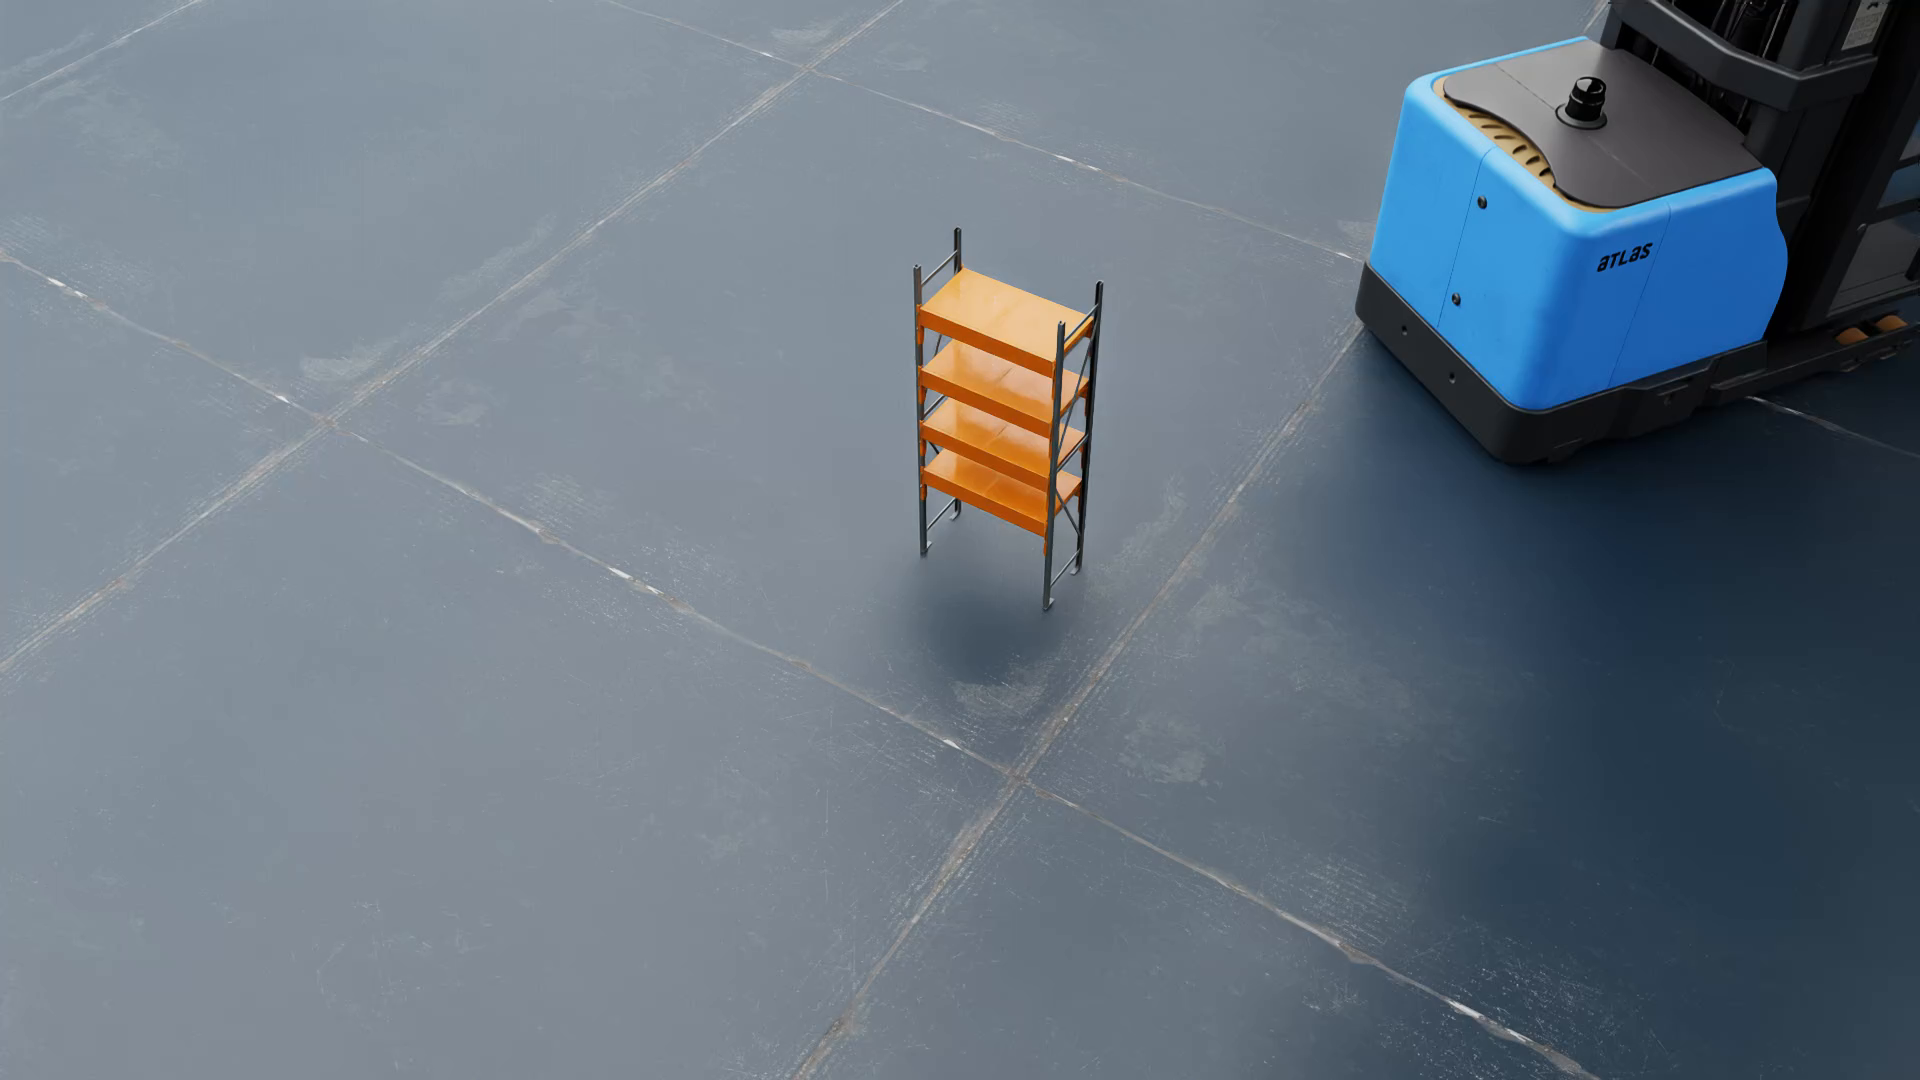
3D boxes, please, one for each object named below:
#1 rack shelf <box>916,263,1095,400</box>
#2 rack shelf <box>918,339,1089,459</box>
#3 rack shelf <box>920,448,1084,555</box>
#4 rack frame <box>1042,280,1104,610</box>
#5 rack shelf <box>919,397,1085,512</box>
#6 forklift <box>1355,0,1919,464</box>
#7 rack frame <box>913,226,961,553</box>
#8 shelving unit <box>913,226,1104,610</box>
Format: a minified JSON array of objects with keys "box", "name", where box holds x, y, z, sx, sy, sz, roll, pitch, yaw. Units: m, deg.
[{"box":[0.139,-0.628,4.976,0.480,0.148,0.258,25,51,22],"name":"rack shelf"},{"box":[0.139,-0.463,5.145,0.480,0.148,0.258,25,51,22],"name":"rack shelf"},{"box":[0.139,-0.169,5.448,0.480,0.148,0.258,25,51,22],"name":"rack shelf"},{"box":[0.345,-0.260,5.166,0.015,1.200,0.240,25,51,22],"name":"rack frame"},{"box":[0.139,-0.307,5.306,0.480,0.148,0.258,25,51,22],"name":"rack shelf"},{"box":[3.113,-1.996,5.646,3.031,2.935,1.130,-17,48,-16],"name":"forklift"},{"box":[-0.066,-0.449,5.349,0.015,1.200,0.240,25,51,22],"name":"rack frame"},{"box":[0.139,-0.354,5.257,0.503,1.200,0.258,25,51,22],"name":"shelving unit"}]
